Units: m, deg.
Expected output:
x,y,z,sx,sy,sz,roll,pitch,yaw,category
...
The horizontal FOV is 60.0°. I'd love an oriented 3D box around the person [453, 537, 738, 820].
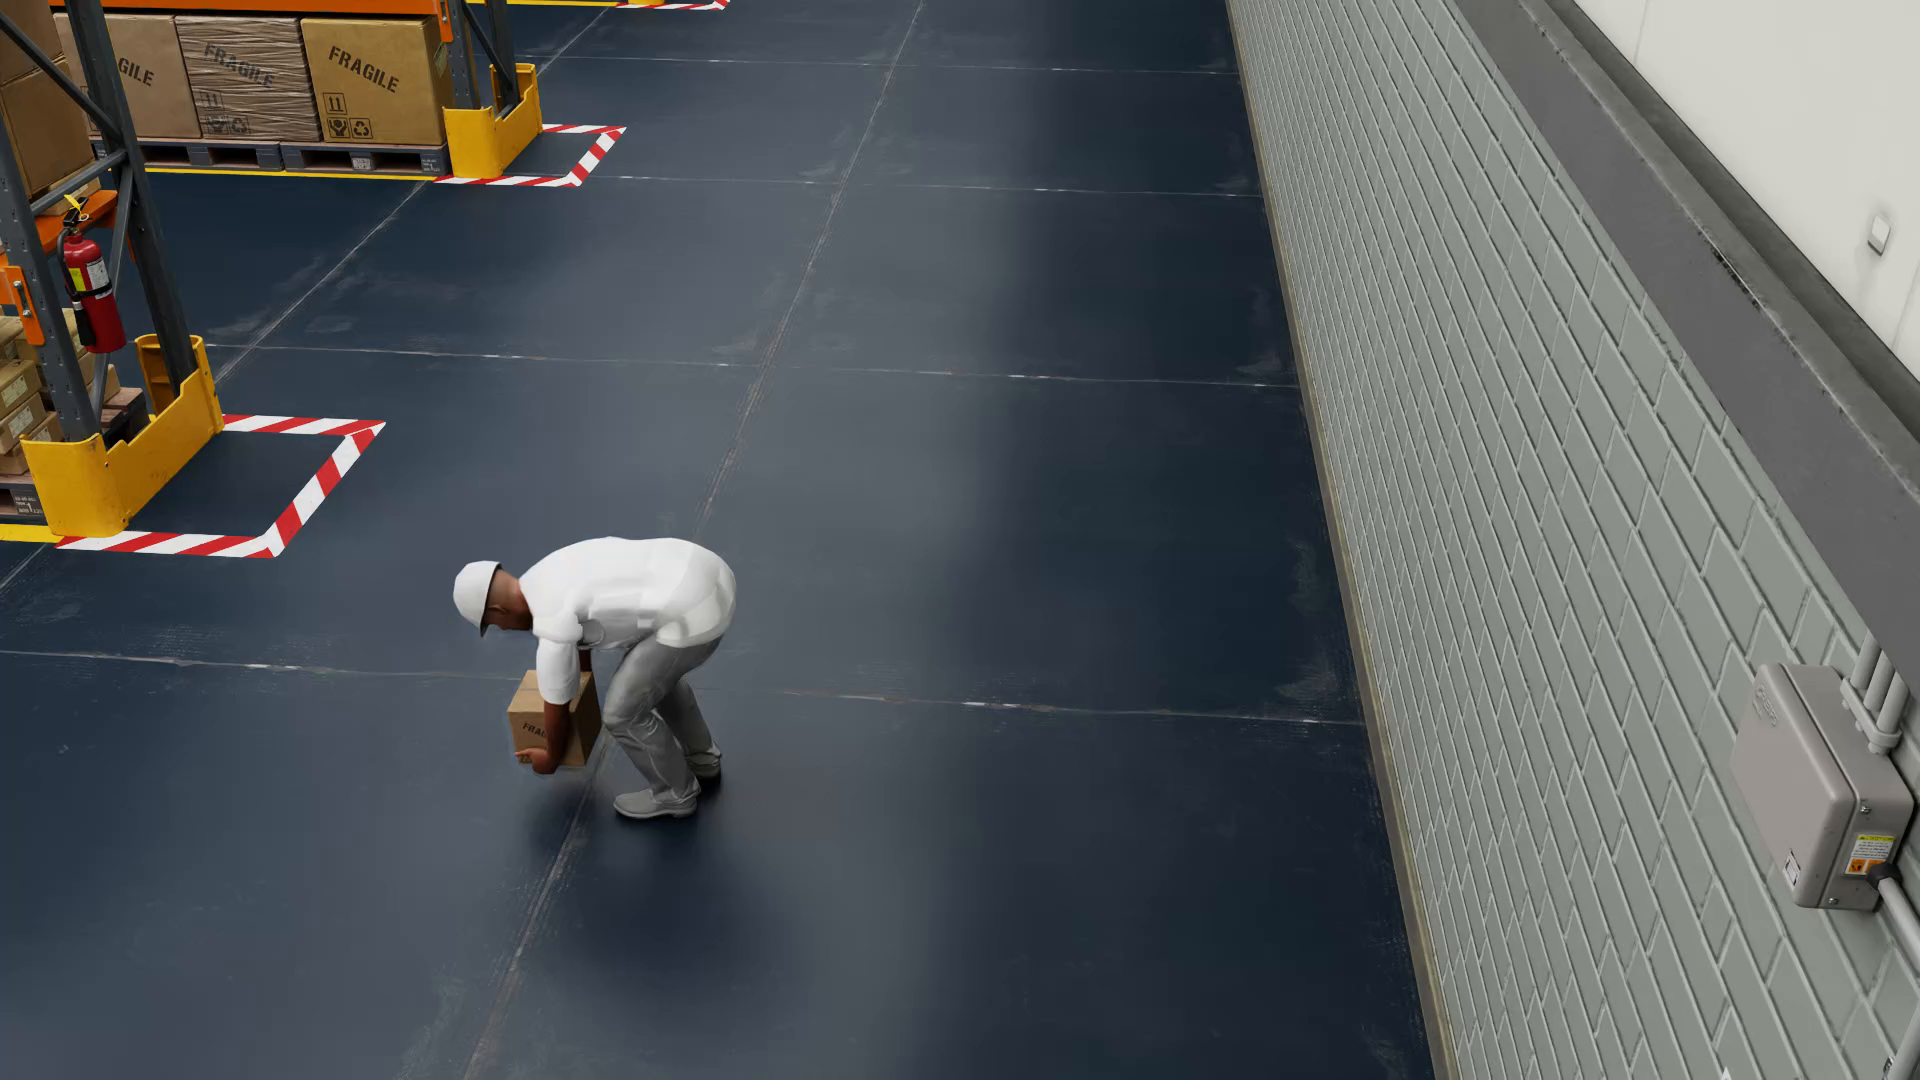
x,y,z,sx,sy,sz,roll,pitch,yaw,category
-1.276,0.492,5.980,0.982,1.065,0.490,1,32,2,person
